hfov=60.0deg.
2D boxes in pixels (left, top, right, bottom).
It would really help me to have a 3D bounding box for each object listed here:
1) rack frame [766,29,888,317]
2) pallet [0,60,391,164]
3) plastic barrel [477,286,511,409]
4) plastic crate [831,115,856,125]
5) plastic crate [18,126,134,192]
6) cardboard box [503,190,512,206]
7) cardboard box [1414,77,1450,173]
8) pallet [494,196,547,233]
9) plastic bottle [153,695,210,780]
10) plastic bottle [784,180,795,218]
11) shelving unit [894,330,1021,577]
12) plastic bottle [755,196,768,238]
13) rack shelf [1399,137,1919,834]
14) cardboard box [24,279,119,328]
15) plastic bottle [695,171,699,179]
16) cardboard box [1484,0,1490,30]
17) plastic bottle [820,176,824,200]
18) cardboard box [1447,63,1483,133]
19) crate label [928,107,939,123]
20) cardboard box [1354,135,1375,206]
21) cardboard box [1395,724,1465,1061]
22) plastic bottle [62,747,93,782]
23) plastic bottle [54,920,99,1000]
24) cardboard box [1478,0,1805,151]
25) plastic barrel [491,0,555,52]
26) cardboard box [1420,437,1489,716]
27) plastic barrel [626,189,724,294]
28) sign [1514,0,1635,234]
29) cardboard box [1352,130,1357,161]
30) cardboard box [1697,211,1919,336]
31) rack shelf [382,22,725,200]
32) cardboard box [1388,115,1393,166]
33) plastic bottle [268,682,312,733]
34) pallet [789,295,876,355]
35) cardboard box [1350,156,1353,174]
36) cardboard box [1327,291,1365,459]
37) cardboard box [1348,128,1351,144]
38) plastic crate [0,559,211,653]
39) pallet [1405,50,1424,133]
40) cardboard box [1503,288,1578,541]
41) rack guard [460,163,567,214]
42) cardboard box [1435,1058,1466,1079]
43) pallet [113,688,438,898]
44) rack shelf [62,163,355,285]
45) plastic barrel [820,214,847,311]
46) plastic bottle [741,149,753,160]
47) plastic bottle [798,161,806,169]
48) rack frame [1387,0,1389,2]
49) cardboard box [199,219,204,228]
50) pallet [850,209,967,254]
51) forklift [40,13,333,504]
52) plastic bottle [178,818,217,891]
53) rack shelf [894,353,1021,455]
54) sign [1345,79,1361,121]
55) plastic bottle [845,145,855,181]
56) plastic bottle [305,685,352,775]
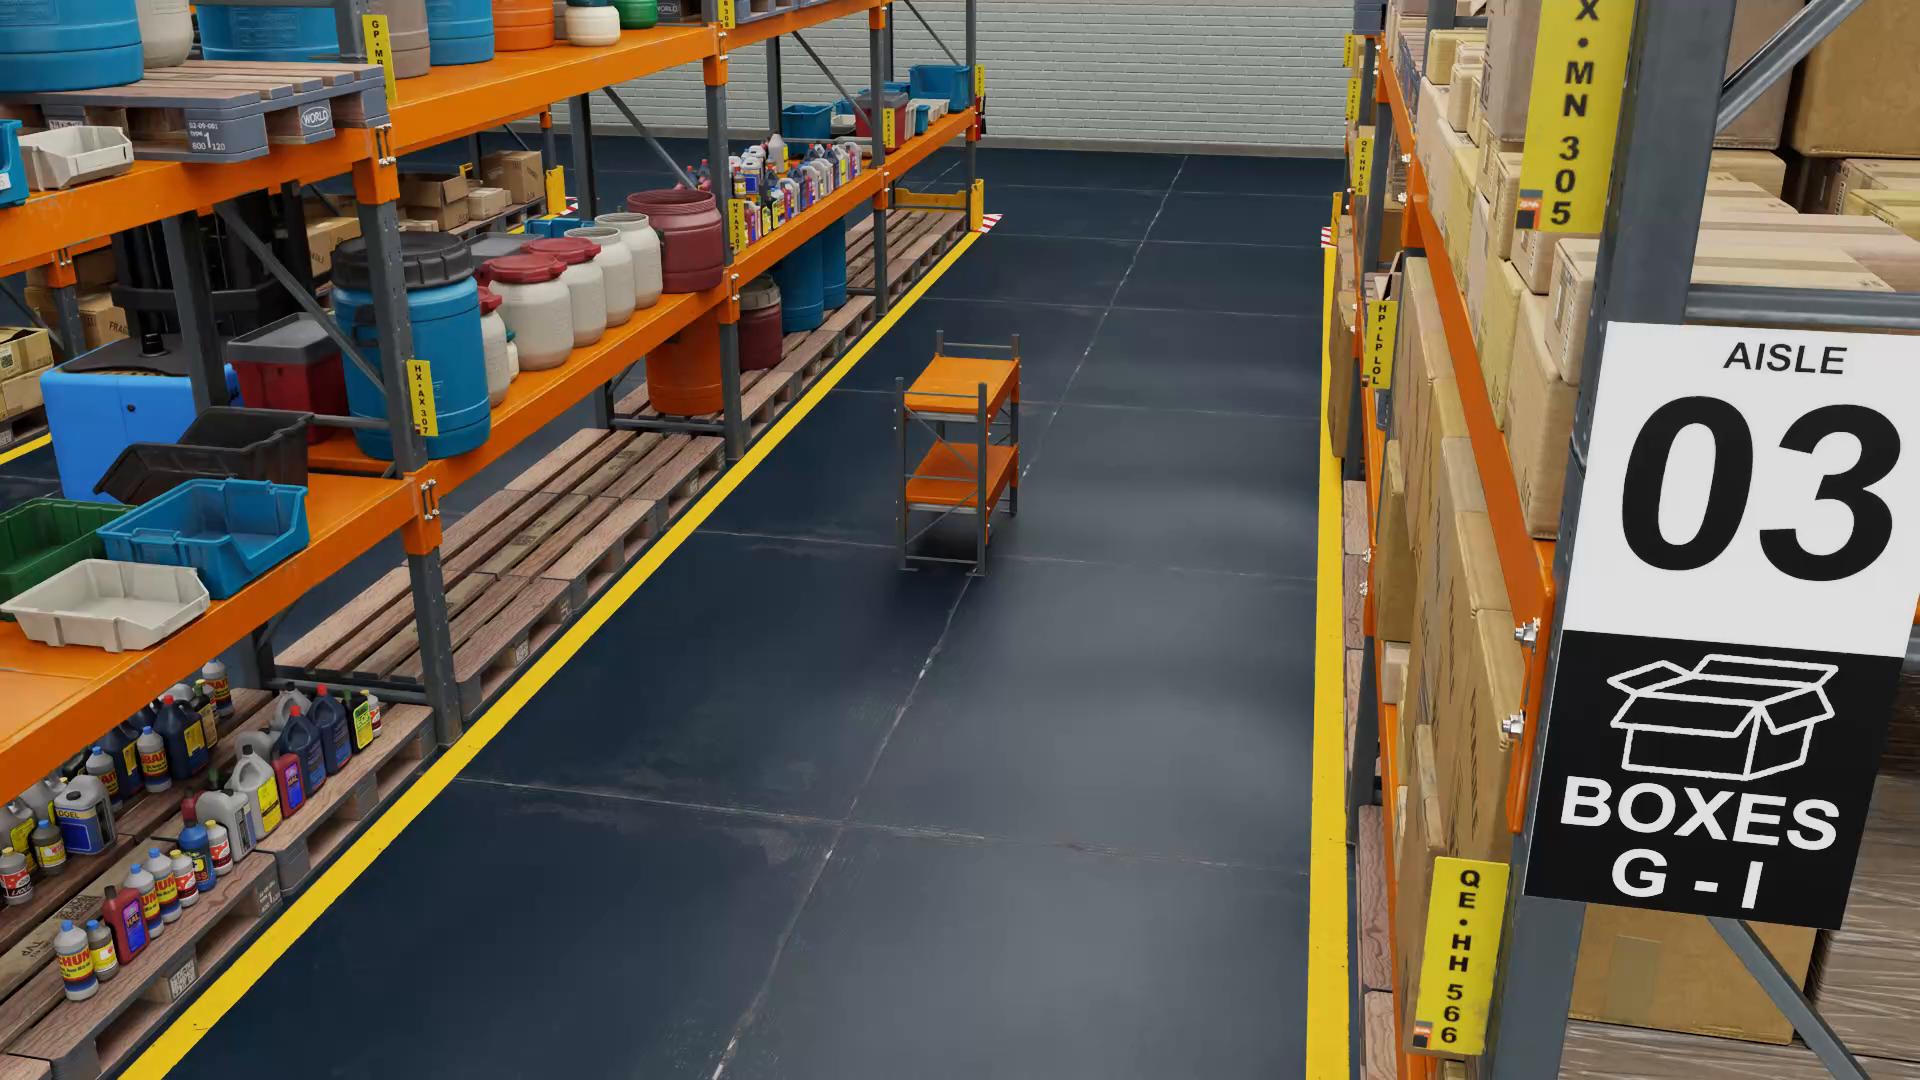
[{"bbox_3d":[-1.146,-3.434,14.366,1.000,3.000,0.127,4,22,11],"label":"rack frame"},{"bbox_3d":[-2.830,-1.541,5.902,1.213,0.211,1.003,4,22,11],"label":"pallet"},{"bbox_3d":[-2.369,-0.905,7.903,0.433,0.535,0.433,0,22,0],"label":"plastic barrel"},{"bbox_3d":[-1.085,-4.000,16.042,0.293,0.136,0.466,4,22,11],"label":"plastic crate"},{"bbox_3d":[-2.710,-1.160,5.056,0.243,0.136,0.396,4,22,11],"label":"plastic crate"},{"bbox_3d":[-5.219,-3.807,18.495,0.380,0.166,0.250,4,22,11],"label":"cardboard box"},{"bbox_3d":[1.728,-1.308,5.271,0.500,0.250,0.500,4,22,9],"label":"cardboard box"},{"bbox_3d":[-5.355,-3.663,18.667,1.003,0.211,1.213,4,22,11],"label":"pallet"},{"bbox_3d":[-3.208,0.791,6.832,0.144,0.351,0.185,4,22,11],"label":"plastic bottle"},{"bbox_3d":[-1.271,-2.508,12.238,0.097,0.271,0.097,0,22,0],"label":"plastic bottle"},{"bbox_3d":[0.001,-0.524,9.650,0.538,1.125,1.048,4,22,11],"label":"shelving unit"},{"bbox_3d":[-1.391,-2.266,11.620,0.061,0.283,0.133,4,22,11],"label":"plastic bottle"},{"bbox_3d":[1.662,-0.457,3.922,1.077,0.370,4.000,4,22,11],"label":"rack shelf"},{"bbox_3d":[-6.850,-1.755,12.953,0.500,0.500,0.500,5,23,13],"label":"cardboard box"},{"bbox_3d":[-1.999,-2.632,12.530,0.061,0.283,0.133,4,22,11],"label":"plastic bottle"},{"bbox_3d":[2.263,-1.929,5.914,0.797,0.503,0.637,3,22,8],"label":"cardboard box"},{"bbox_3d":[-1.112,-2.762,12.962,0.097,0.201,0.097,0,22,0],"label":"plastic bottle"},{"bbox_3d":[1.491,-1.158,4.367,0.380,0.149,0.250,4,22,10],"label":"cardboard box"},{"bbox_3d":[-0.425,-4.282,16.743,0.396,0.136,0.243,4,22,11],"label":"crate label"},{"bbox_3d":[3.262,-2.770,12.583,0.500,0.500,0.500,4,22,11],"label":"cardboard box"},{"bbox_3d":[1.378,0.756,3.428,0.875,0.500,0.500,4,22,11],"label":"cardboard box"},{"bbox_3d":[-3.462,0.937,6.559,0.061,0.283,0.133,5,23,13],"label":"plastic bottle"},{"bbox_3d":[-2.920,1.376,5.484,0.097,0.271,0.097,0,22,0],"label":"plastic bottle"},{"bbox_3d":[1.323,-1.062,3.259,0.500,0.500,0.500,4,22,11],"label":"cardboard box"},{"bbox_3d":[-2.476,-3.039,8.794,0.600,0.830,0.708,4,22,11],"label":"plastic barrel"},{"bbox_3d":[1.325,0.098,3.725,0.500,0.500,0.500,4,22,11],"label":"cardboard box"},{"bbox_3d":[-1.760,-1.842,10.229,0.600,0.536,0.708,4,22,11],"label":"plastic barrel"},{"bbox_3d":[0.715,-0.520,1.929,0.100,0.325,0.005,4,22,11],"label":"sign"},{"bbox_3d":[3.536,-3.307,13.851,0.500,0.250,0.500,4,22,10],"label":"cardboard box"},{"bbox_3d":[1.173,-0.387,2.450,0.380,0.149,0.250,4,22,9],"label":"cardboard box"},{"bbox_3d":[-2.370,-2.298,8.491,1.077,0.370,4.000,4,22,11],"label":"rack shelf"},{"bbox_3d":[3.318,-2.856,11.452,0.797,0.503,0.637,5,23,13],"label":"cardboard box"},{"bbox_3d":[-2.769,0.763,6.902,0.144,0.351,0.185,4,22,11],"label":"plastic bottle"},{"bbox_3d":[-1.344,-1.862,14.194,1.003,0.211,1.213,4,22,11],"label":"pallet"},{"bbox_3d":[3.497,-3.171,14.048,0.380,0.149,0.250,5,22,12],"label":"cardboard box"},{"bbox_3d":[3.048,-1.054,10.737,1.225,0.875,0.875,3,22,8],"label":"cardboard box"},{"bbox_3d":[3.811,-3.736,15.451,0.380,0.149,0.250,4,22,10],"label":"cardboard box"},{"bbox_3d":[-2.862,0.227,5.628,0.530,0.136,0.437,4,22,11],"label":"plastic crate"},{"bbox_3d":[2.301,-1.653,6.179,1.213,0.211,1.003,4,22,11],"label":"pallet"},{"bbox_3d":[1.104,-0.186,2.485,0.500,0.250,0.500,5,22,12],"label":"cardboard box"},{"bbox_3d":[-5.194,-4.089,19.337,1.175,0.500,0.348,4,22,11],"label":"rack guard"},{"bbox_3d":[1.162,1.142,3.340,0.380,0.149,0.250,4,22,11],"label":"cardboard box"},{"bbox_3d":[-2.956,1.027,7.020,1.003,0.211,1.213,4,22,11],"label":"pallet"},{"bbox_3d":[-6.403,-2.748,13.625,1.077,0.370,4.000,4,22,11],"label":"rack shelf"},{"bbox_3d":[-1.274,-2.458,14.189,0.600,0.901,0.708,4,22,11],"label":"plastic barrel"},{"bbox_3d":[-1.739,-3.060,13.609,0.097,0.271,0.097,0,22,0],"label":"plastic bottle"},{"bbox_3d":[-1.241,-2.841,13.066,0.097,0.271,0.097,0,22,0],"label":"plastic bottle"},{"bbox_3d":[2.886,-4.377,8.675,1.000,3.000,0.127,4,22,11],"label":"rack frame"},{"bbox_3d":[-6.638,-2.498,13.795,0.500,0.250,0.500,4,22,10],"label":"cardboard box"},{"bbox_3d":[-0.536,-3.305,17.778,1.003,0.211,1.213,4,22,11],"label":"pallet"},{"bbox_3d":[-4.491,-1.817,10.441,1.130,2.935,3.031,3,22,6],"label":"forklift"},{"bbox_3d":[-2.788,1.140,6.070,0.097,0.271,0.097,0,22,0],"label":"plastic bottle"},{"bbox_3d":[0.001,-0.796,9.540,0.538,0.278,1.000,4,22,11],"label":"rack shelf"},{"bbox_3d":[3.159,-3.537,13.356,0.100,0.325,0.005,4,22,11],"label":"sign"},{"bbox_3d":[-0.913,-3.123,13.750,0.061,0.283,0.133,4,22,11],"label":"plastic bottle"},{"bbox_3d":[-2.628,0.774,6.875,0.144,0.351,0.185,4,22,9],"label":"plastic bottle"}]
